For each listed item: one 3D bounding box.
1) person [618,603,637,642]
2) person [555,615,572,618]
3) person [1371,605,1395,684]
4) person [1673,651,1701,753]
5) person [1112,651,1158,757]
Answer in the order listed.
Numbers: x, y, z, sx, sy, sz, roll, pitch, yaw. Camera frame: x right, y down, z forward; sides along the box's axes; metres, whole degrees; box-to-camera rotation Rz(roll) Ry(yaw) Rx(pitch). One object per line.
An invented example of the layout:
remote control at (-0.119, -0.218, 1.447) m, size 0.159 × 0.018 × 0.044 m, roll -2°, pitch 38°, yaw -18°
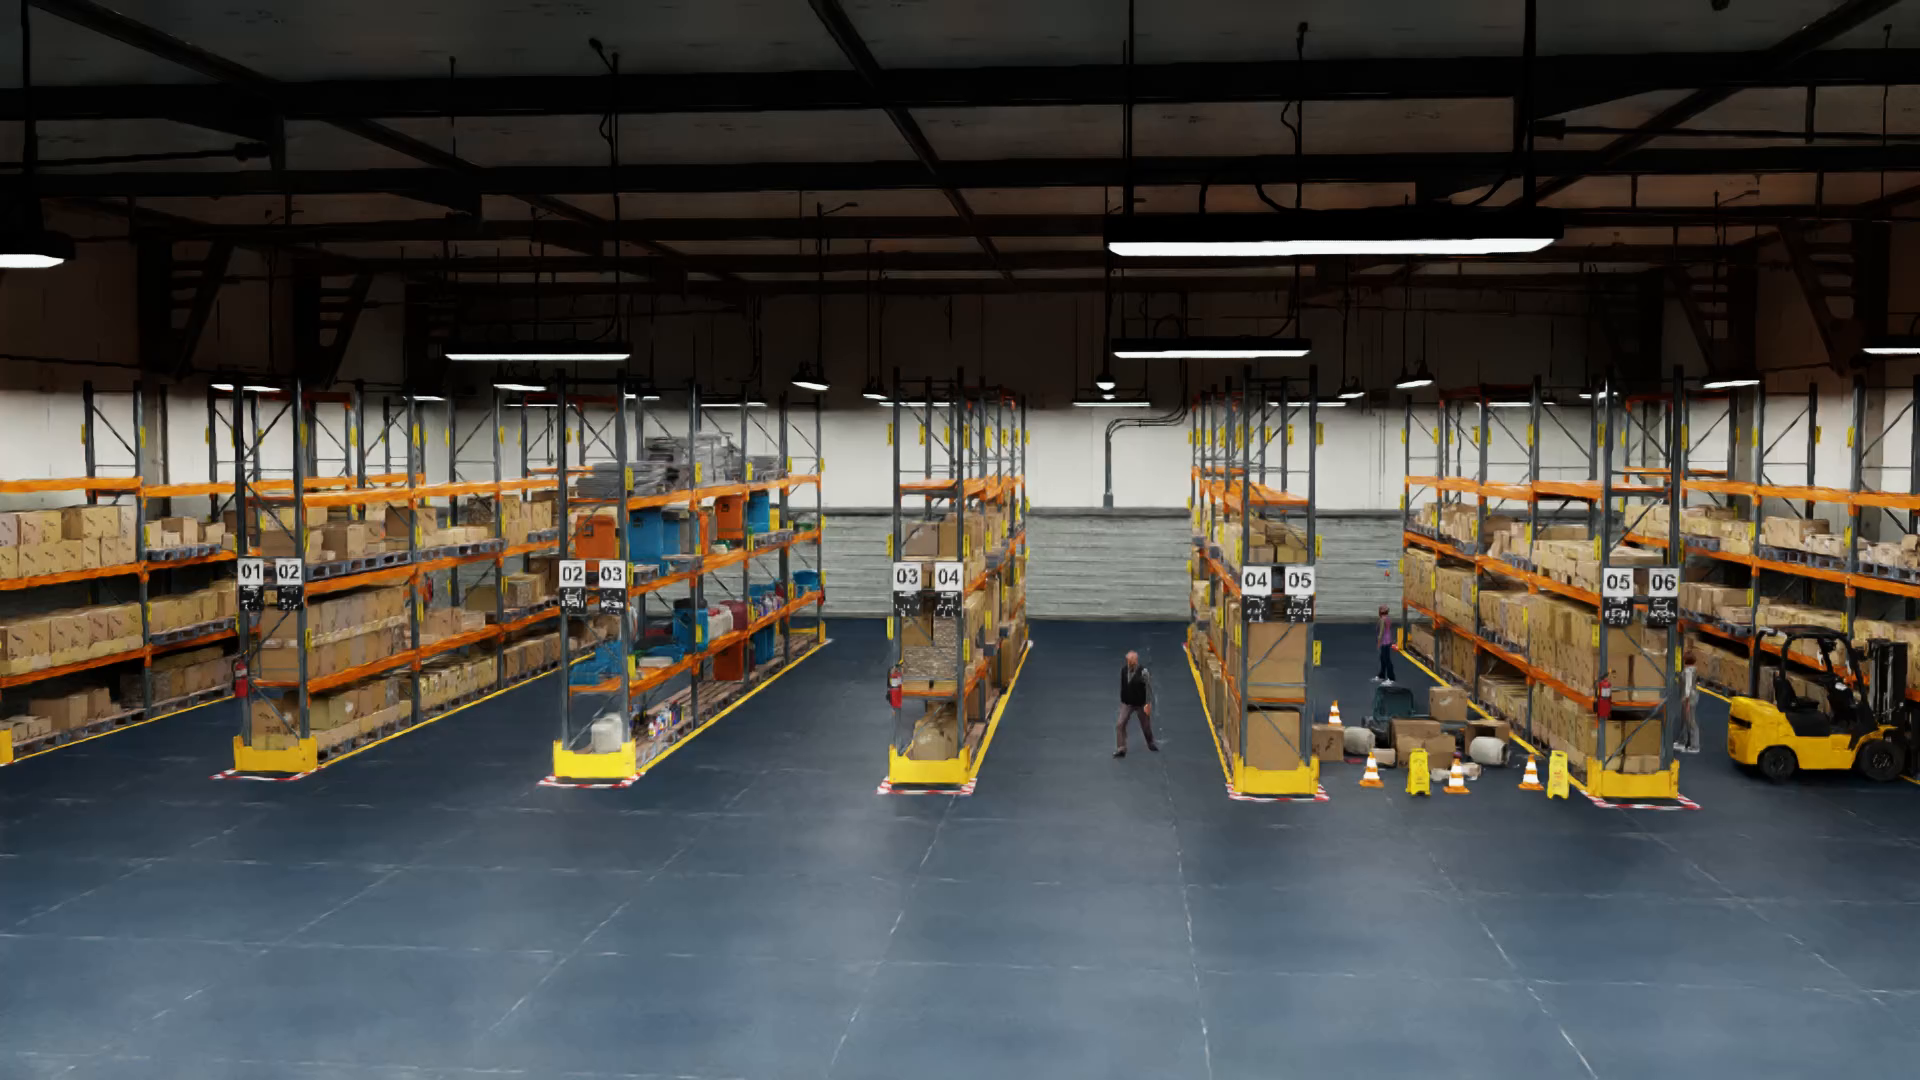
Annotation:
person at (-7.145, 1.972, 35.731) m, size 0.455 × 1.612 × 1.019 m, roll 0°, pitch 4°, yaw 4°
person at (-10.874, 1.260, 45.741) m, size 0.460 × 1.780 × 0.704 m, roll 3°, pitch 5°, yaw 39°
person at (8.572, 2.100, 33.675) m, size 0.536 × 1.590 × 0.534 m, roll 2°, pitch 4°, yaw 28°
person at (11.532, 2.555, 26.422) m, size 0.493 × 1.596 × 0.509 m, roll 2°, pitch 4°, yaw 31°
person at (2.755, 2.553, 26.082) m, size 0.574 × 1.669 × 0.955 m, roll 2°, pitch 4°, yaw 27°
